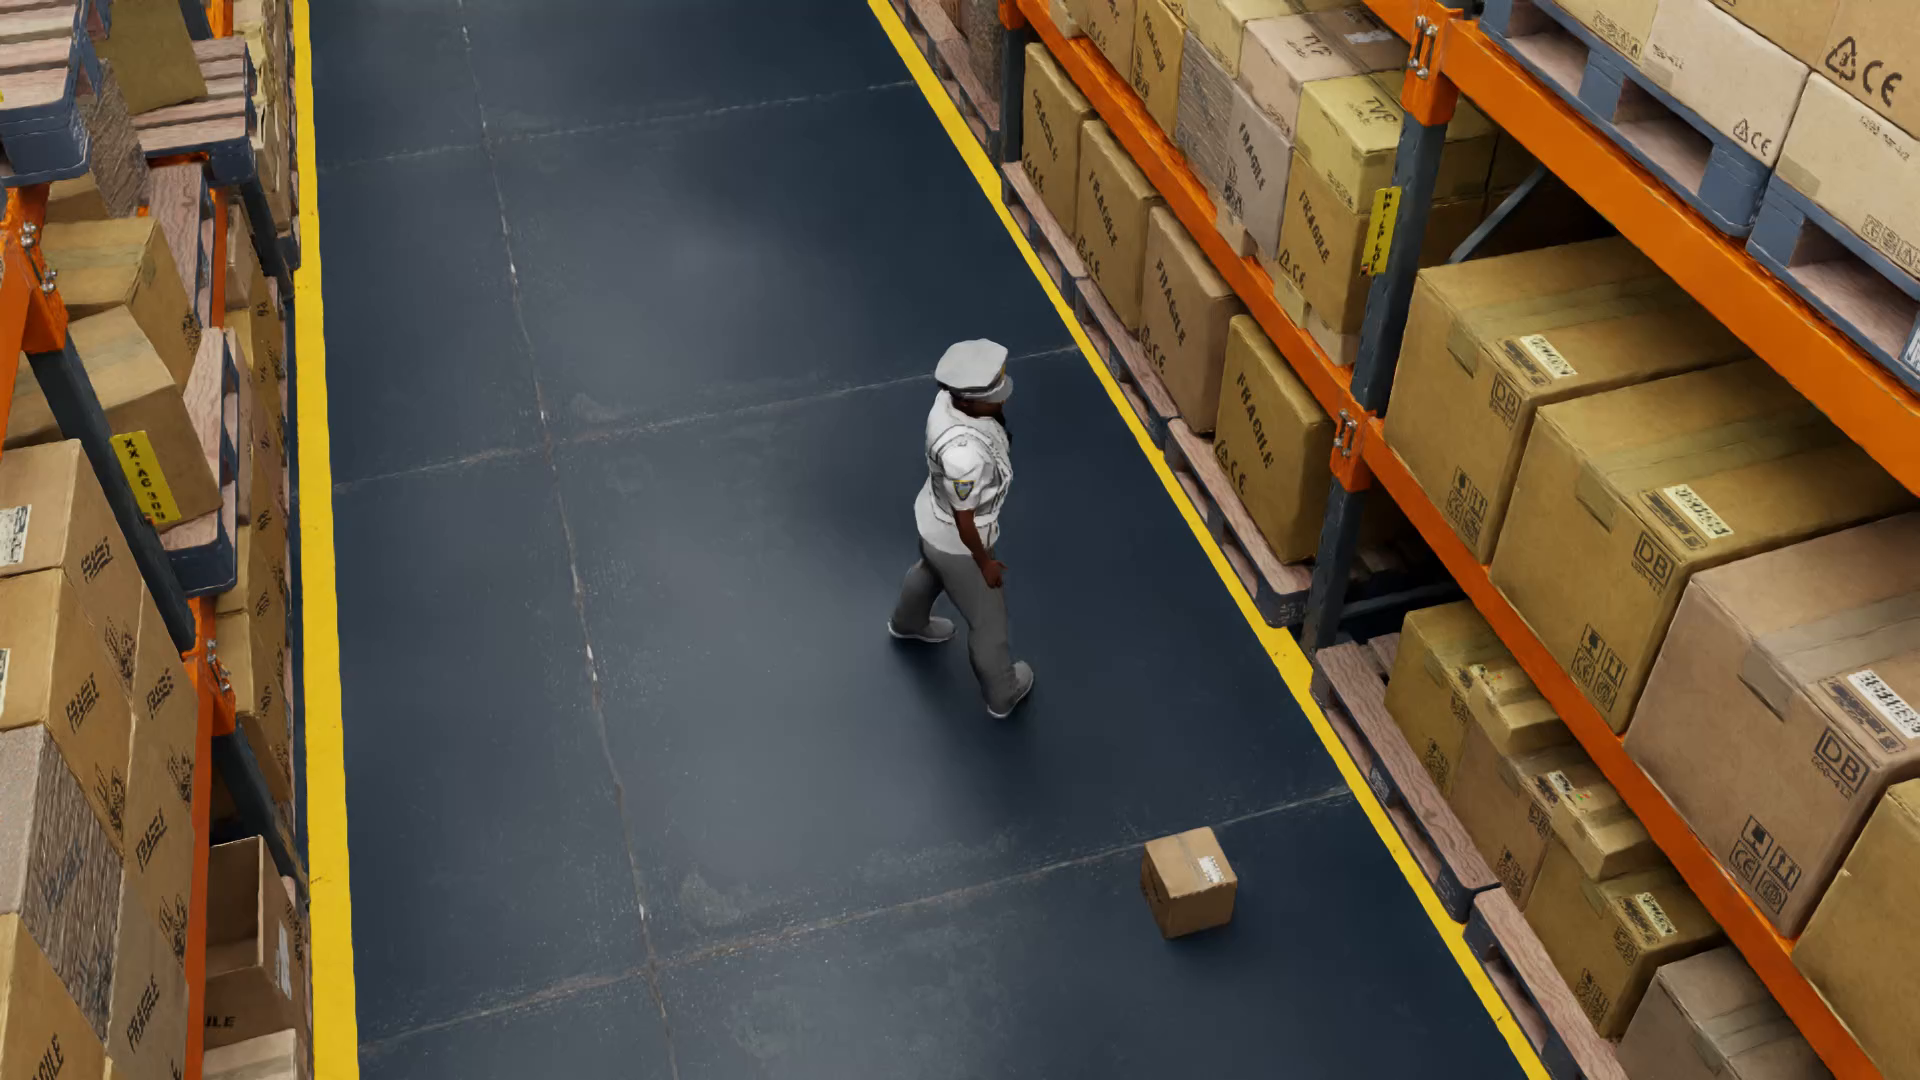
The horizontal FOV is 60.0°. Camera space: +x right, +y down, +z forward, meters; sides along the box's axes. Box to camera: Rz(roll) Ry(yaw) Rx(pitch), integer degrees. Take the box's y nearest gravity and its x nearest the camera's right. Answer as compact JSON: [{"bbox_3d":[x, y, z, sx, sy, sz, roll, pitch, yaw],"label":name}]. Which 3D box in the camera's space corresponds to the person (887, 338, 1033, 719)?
[{"bbox_3d":[0.006,-0.069,6.244,0.565,1.666,0.589,-4,43,-5],"label":"person"}]
